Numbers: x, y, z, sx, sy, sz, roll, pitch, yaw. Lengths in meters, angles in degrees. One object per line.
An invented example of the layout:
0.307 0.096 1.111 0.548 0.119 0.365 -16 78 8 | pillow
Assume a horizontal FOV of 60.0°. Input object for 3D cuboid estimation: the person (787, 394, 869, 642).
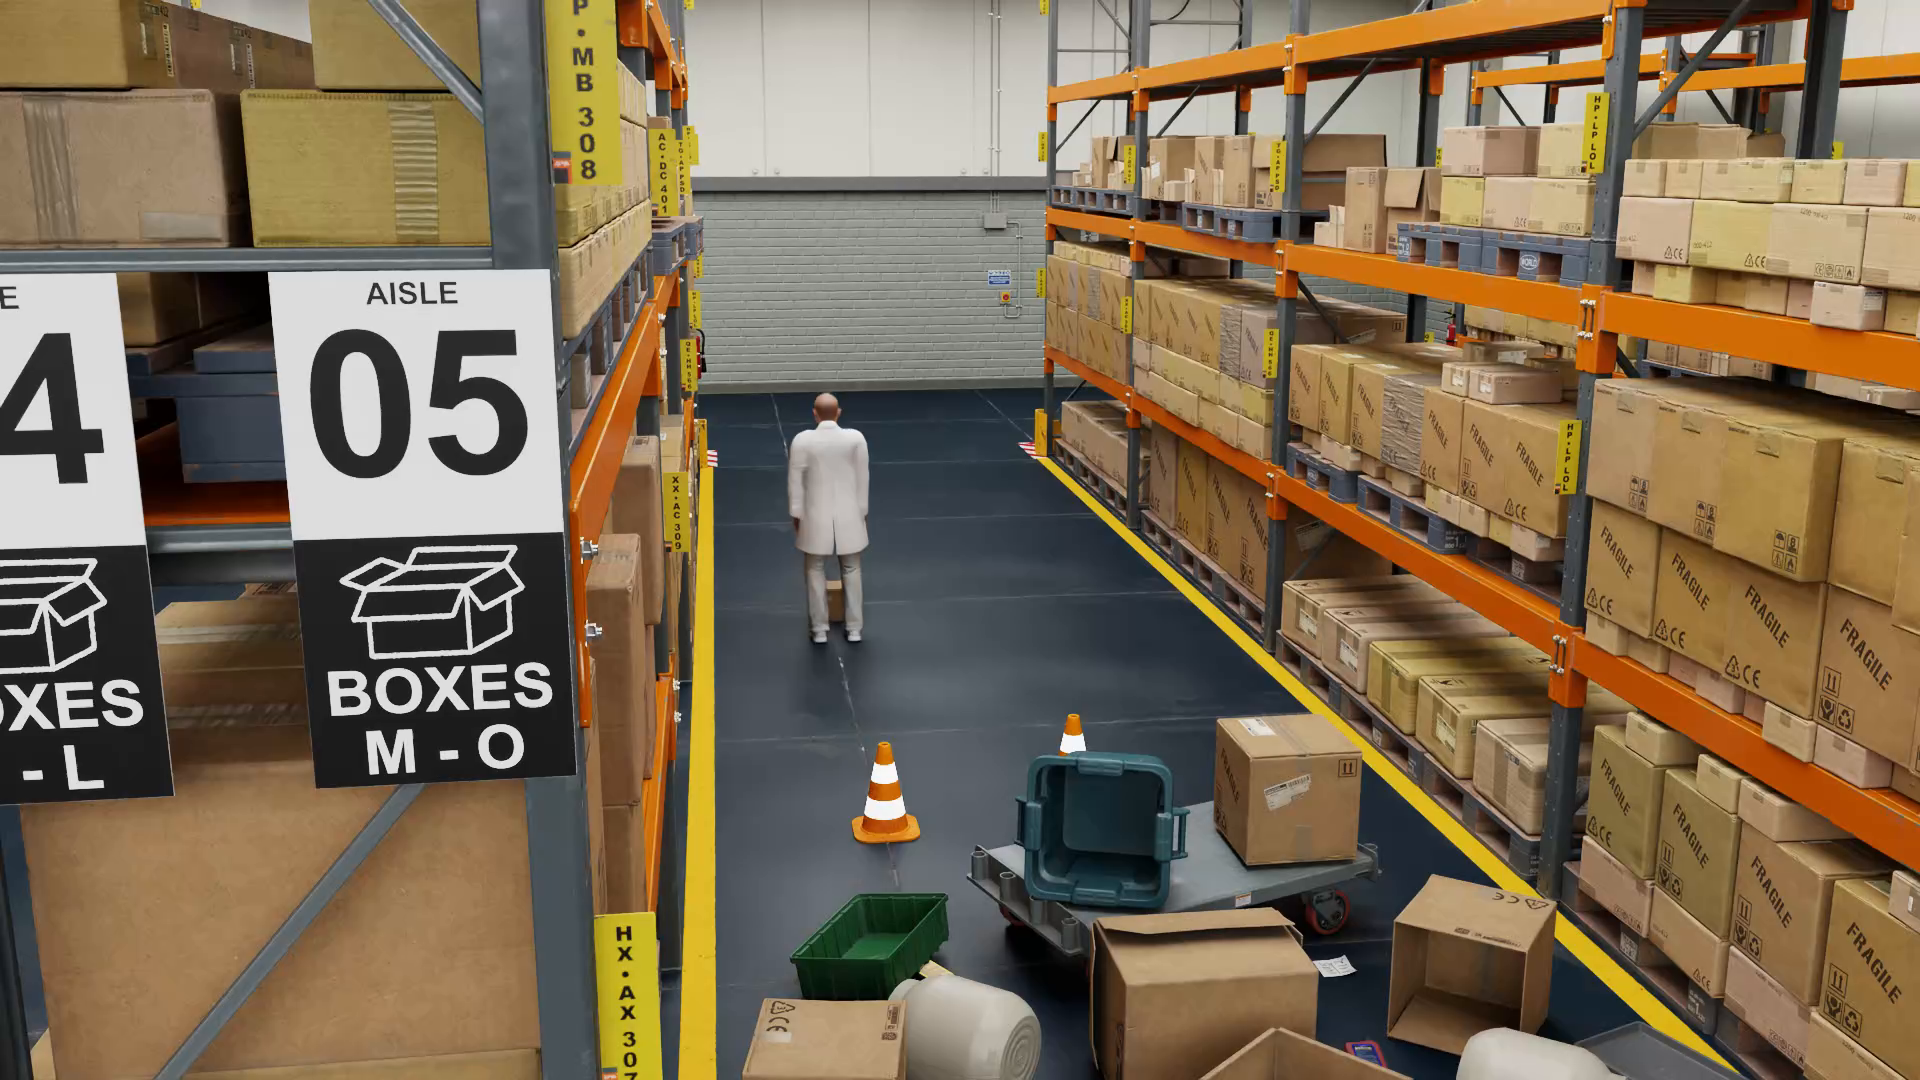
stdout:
-0.927 -0.156 11.752 0.572 1.761 0.378 -2 13 -7 | person
